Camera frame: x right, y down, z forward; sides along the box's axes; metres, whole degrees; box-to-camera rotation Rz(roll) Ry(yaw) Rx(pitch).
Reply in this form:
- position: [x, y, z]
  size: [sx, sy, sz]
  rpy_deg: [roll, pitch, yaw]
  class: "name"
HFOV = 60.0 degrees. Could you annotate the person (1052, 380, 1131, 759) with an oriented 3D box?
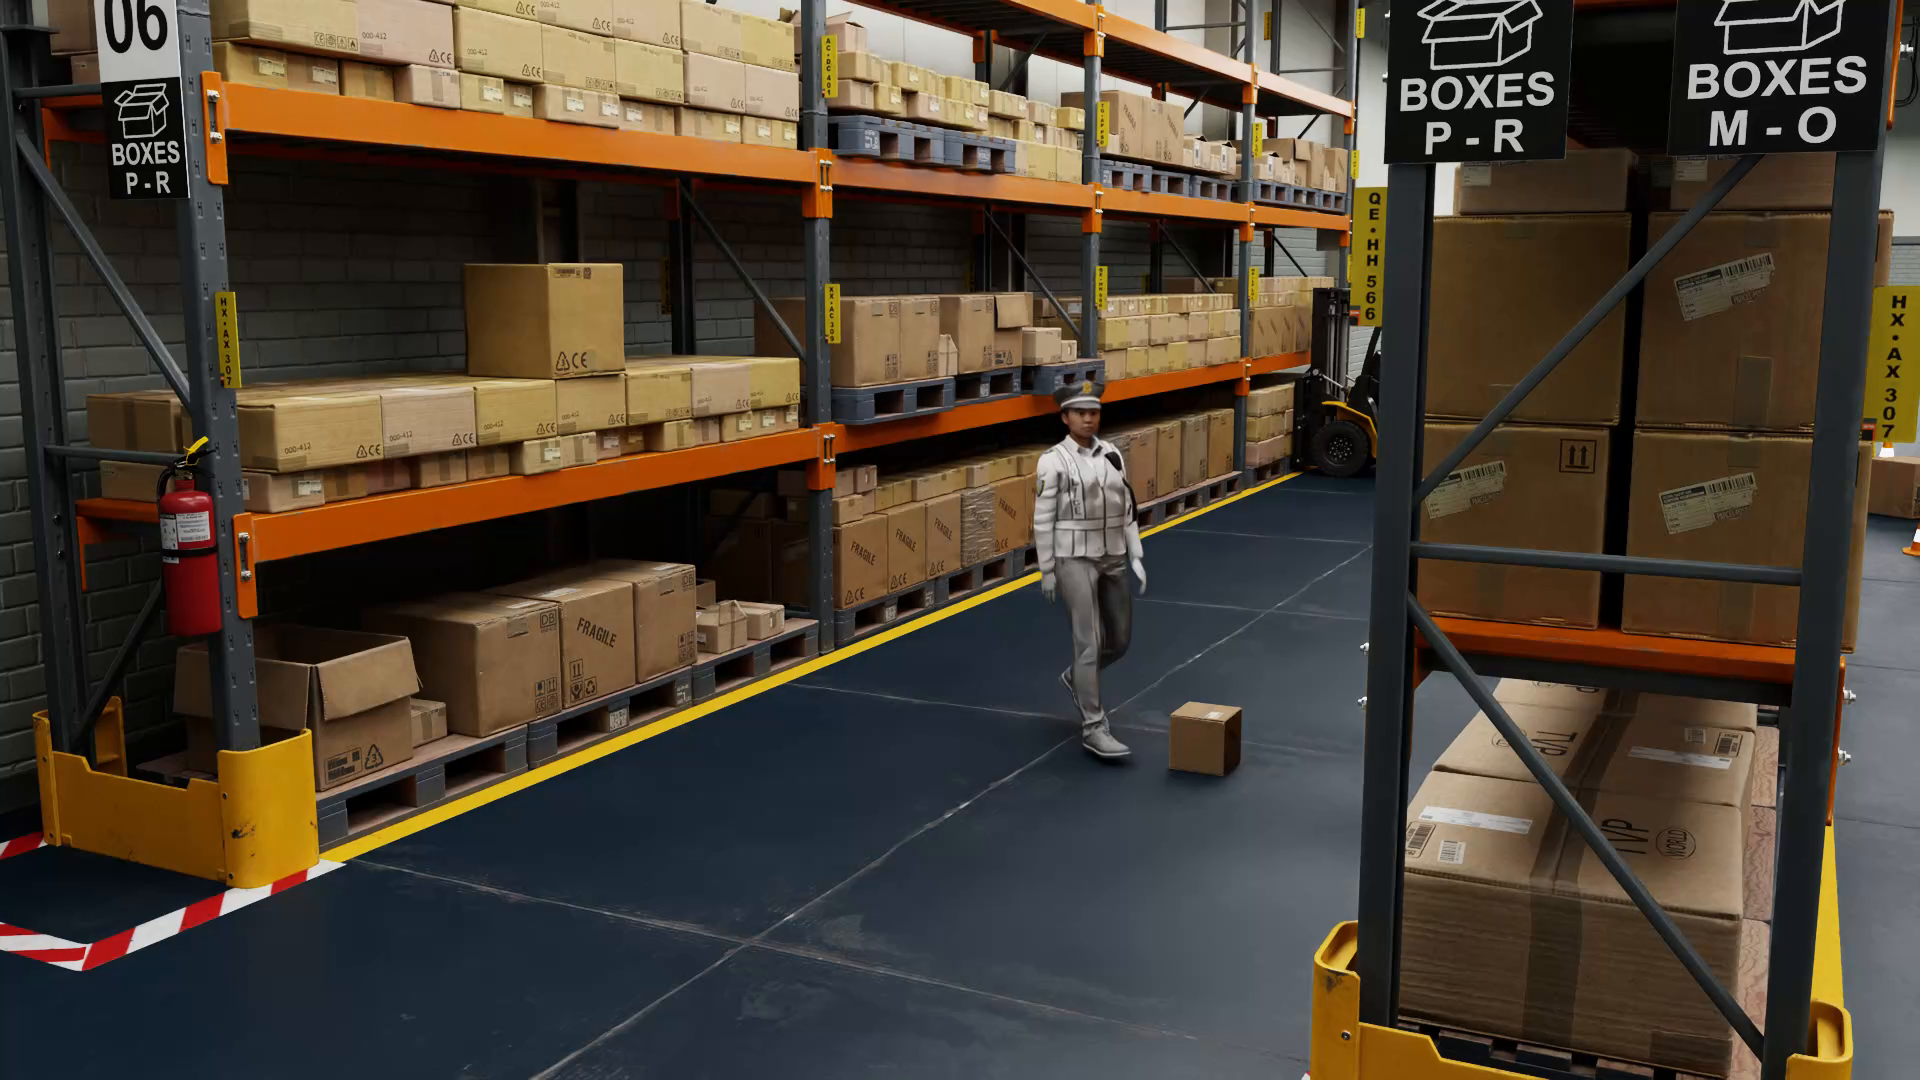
- position: [0.622, 0.097, 7.623]
  size: [0.384, 1.659, 0.806]
  rpy_deg: [-5, 11, -31]
  class: "person"
